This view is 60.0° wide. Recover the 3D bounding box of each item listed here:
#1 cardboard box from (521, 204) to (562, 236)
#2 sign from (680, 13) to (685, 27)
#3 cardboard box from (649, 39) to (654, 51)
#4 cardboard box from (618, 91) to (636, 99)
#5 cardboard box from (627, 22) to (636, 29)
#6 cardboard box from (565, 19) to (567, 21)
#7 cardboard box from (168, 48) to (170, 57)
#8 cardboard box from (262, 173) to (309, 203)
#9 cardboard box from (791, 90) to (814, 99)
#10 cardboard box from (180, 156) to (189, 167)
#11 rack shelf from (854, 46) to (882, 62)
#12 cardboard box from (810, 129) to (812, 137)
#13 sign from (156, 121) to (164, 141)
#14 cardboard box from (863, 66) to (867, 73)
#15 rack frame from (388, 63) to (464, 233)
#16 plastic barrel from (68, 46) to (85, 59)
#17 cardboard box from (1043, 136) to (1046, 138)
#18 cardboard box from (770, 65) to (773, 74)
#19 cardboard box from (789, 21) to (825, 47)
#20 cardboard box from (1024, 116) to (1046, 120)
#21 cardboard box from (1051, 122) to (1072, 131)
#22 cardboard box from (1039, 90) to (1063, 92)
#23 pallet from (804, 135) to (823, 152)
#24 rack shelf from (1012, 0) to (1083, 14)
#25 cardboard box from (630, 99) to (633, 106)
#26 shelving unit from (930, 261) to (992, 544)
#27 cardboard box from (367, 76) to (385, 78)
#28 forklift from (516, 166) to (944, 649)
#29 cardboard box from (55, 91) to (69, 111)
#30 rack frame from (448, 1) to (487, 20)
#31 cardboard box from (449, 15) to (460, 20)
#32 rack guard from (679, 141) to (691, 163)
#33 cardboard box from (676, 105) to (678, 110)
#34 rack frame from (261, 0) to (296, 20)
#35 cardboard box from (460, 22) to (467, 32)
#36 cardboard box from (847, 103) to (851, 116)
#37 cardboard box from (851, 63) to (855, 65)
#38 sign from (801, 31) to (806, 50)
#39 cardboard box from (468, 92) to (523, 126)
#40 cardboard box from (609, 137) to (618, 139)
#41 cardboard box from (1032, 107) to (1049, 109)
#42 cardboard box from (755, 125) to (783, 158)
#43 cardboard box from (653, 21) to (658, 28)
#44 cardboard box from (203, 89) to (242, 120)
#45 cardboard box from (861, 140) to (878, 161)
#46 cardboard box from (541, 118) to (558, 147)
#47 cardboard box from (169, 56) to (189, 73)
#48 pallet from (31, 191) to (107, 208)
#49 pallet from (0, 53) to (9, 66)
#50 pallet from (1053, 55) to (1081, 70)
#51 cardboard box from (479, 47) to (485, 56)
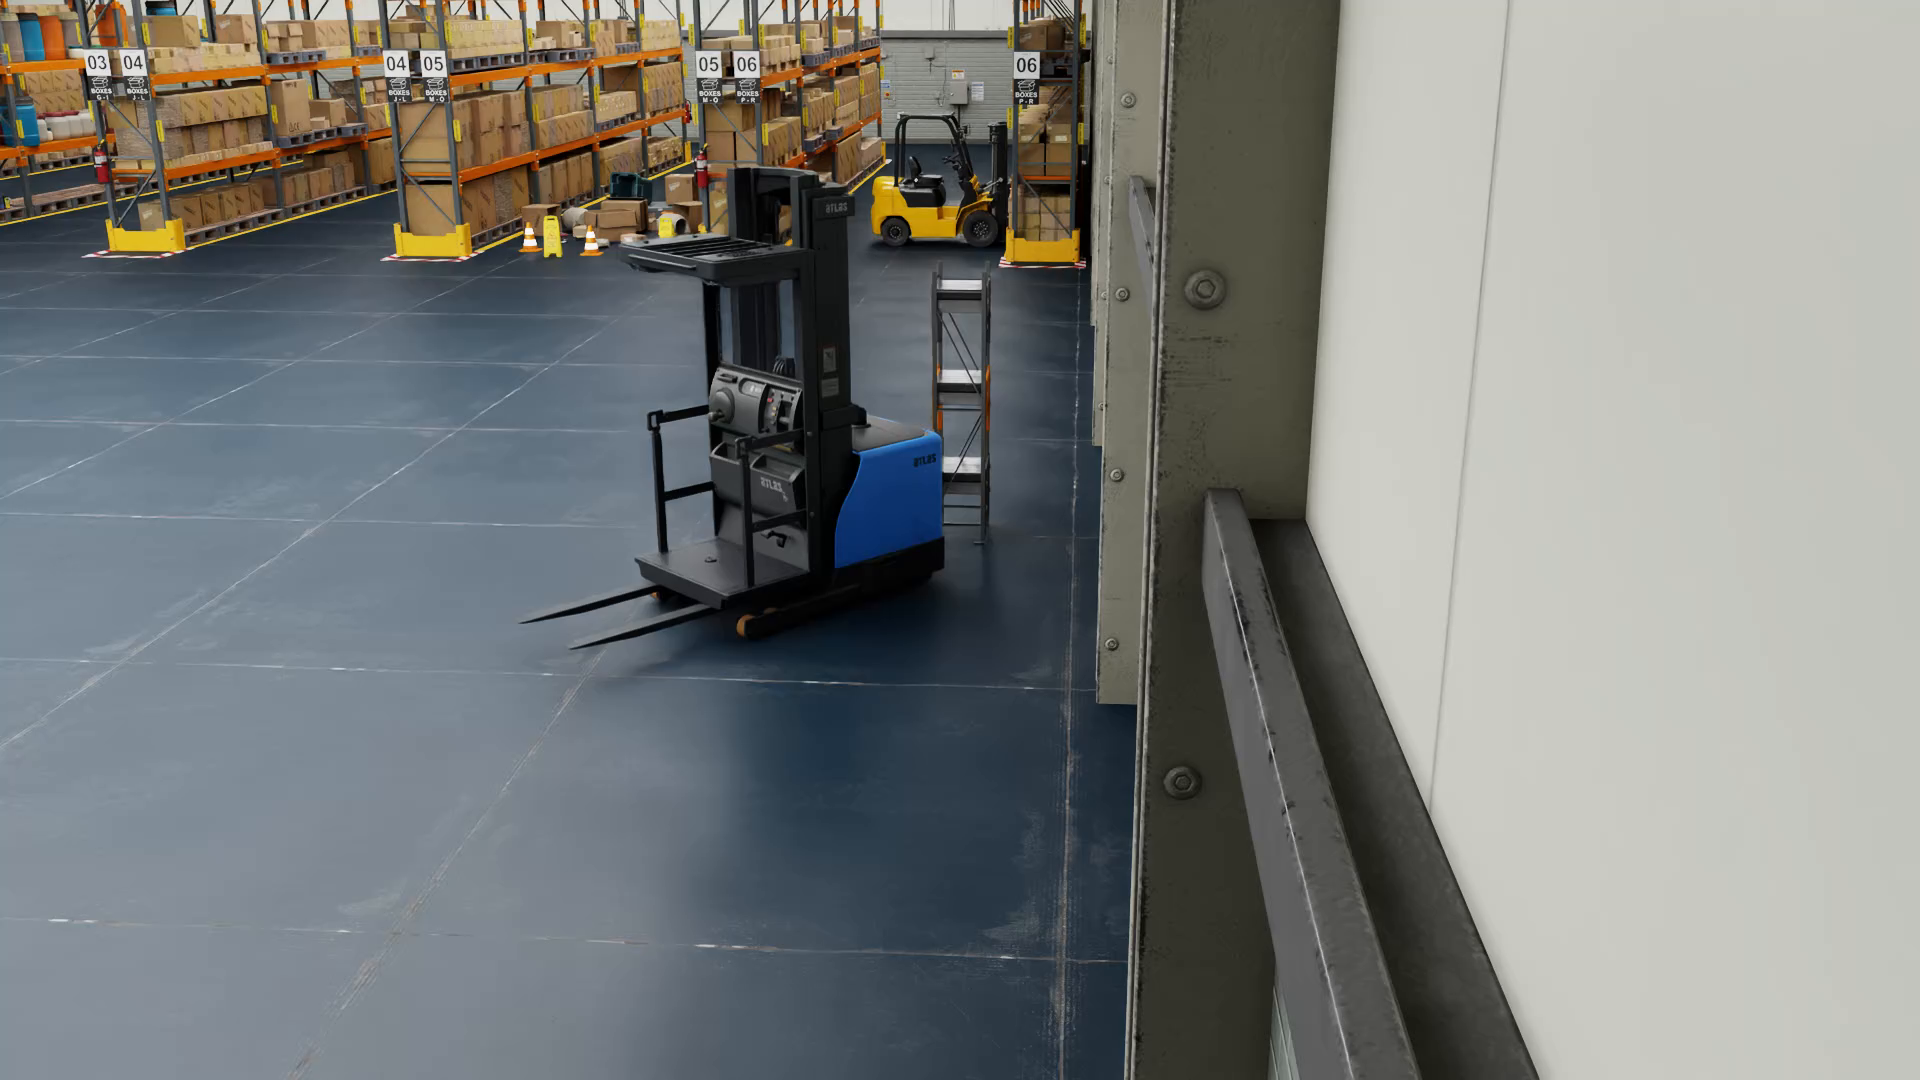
[{"bbox_3d":[-7.372,-5.641,29.333,0.500,0.500,0.500,4,19,13],"label":"cardboard box"},{"bbox_3d":[-6.872,-12.888,41.198,0.100,0.325,0.005,1,18,4],"label":"sign"},{"bbox_3d":[-7.387,-11.466,38.521,0.500,0.250,0.500,1,18,3],"label":"cardboard box"},{"bbox_3d":[-7.544,-10.052,37.555,0.380,0.149,0.250,2,18,6],"label":"cardboard box"},{"bbox_3d":[-7.448,-11.684,37.744,0.380,0.149,0.250,1,18,3],"label":"cardboard box"},{"bbox_3d":[-8.227,-10.544,34.076,0.396,0.266,0.258,1,18,4],"label":"cardboard box"},{"bbox_3d":[-13.250,-8.016,27.354,0.380,0.149,0.250,1,18,3],"label":"cardboard box"},{"bbox_3d":[-13.105,-6.834,32.271,0.700,0.500,0.500,1,18,4],"label":"cardboard box"},{"bbox_3d":[-2.978,-8.429,31.474,0.380,0.149,0.250,2,18,7],"label":"cardboard box"},{"bbox_3d":[-13.183,-6.351,27.892,0.380,0.149,0.250,1,18,4],"label":"cardboard box"},{"bbox_3d":[-2.623,-11.443,39.367,1.077,0.370,4.000,1,18,4],"label":"rack shelf"},{"bbox_3d":[-2.958,-7.576,30.956,0.380,0.149,0.250,2,18,5],"label":"cardboard box"},{"bbox_3d":[-12.969,-6.632,26.956,0.100,0.325,0.005,1,18,4],"label":"sign"},{"bbox_3d":[-2.379,-10.980,38.806,0.380,0.149,0.250,1,18,2],"label":"cardboard box"},{"bbox_3d":[-8.571,-6.091,26.694,1.000,3.000,0.127,1,18,4],"label":"rack frame"},{"bbox_3d":[-17.736,-9.788,33.381,0.301,0.262,0.301,0,18,0],"label":"plastic barrel"},{"bbox_3d":[1.181,-6.428,27.563,0.500,0.500,0.500,1,18,3],"label":"cardboard box"},{"bbox_3d":[-3.287,-7.739,27.309,0.380,0.149,0.250,1,18,2],"label":"cardboard box"},{"bbox_3d":[-3.171,-10.481,34.438,0.700,0.500,0.500,0,18,1],"label":"cardboard box"},{"bbox_3d":[1.245,-6.992,27.763,0.380,0.149,0.250,2,18,5],"label":"cardboard box"},{"bbox_3d":[1.644,-6.580,26.507,0.380,0.149,0.250,2,18,6],"label":"cardboard box"},{"bbox_3d":[1.928,-9.731,36.968,0.700,0.500,0.500,2,18,5],"label":"cardboard box"},{"bbox_3d":[-3.140,-7.397,30.988,1.003,0.211,1.213,1,18,4],"label":"pallet"},{"bbox_3d":[1.468,-8.842,27.254,1.077,0.370,4.000,1,18,4],"label":"rack shelf"},{"bbox_3d":[-7.560,-9.829,37.355,0.380,0.149,0.250,1,18,4],"label":"cardboard box"},{"bbox_3d":[0.012,-1.049,12.753,0.431,2.100,0.503,1,18,4],"label":"shelving unit"},{"bbox_3d":[-12.749,-10.073,37.074,0.797,0.503,0.637,1,18,5],"label":"cardboard box"},{"bbox_3d":[-1.525,-0.918,11.019,3.031,2.935,1.130,-17,24,-41],"label":"forklift"},{"bbox_3d":[-22.151,-10.696,40.589,0.500,0.500,0.500,1,18,4],"label":"cardboard box"},{"bbox_3d":[-12.364,-14.053,41.359,1.000,3.000,0.127,1,18,4],"label":"rack frame"},{"bbox_3d":[-12.497,-12.426,40.214,0.700,0.500,0.500,0,18,0],"label":"cardboard box"},{"bbox_3d":[-7.429,-9.849,42.177,1.175,0.500,0.348,1,18,4],"label":"rack guard"},{"bbox_3d":[-7.220,-10.757,41.337,0.380,0.149,0.250,1,18,4],"label":"cardboard box"},{"bbox_3d":[-17.304,-14.164,41.696,1.000,3.000,0.127,1,18,4],"label":"rack frame"},{"bbox_3d":[-8.192,-8.277,26.835,0.380,0.149,0.250,1,18,3],"label":"cardboard box"},{"bbox_3d":[-2.634,-9.287,35.885,0.500,0.250,0.500,2,18,5],"label":"cardboard box"},{"bbox_3d":[-2.729,-11.625,40.775,0.380,0.149,0.250,2,18,5],"label":"cardboard box"},{"bbox_3d":[-2.798,-8.915,29.667,0.100,0.325,0.005,1,18,4],"label":"sign"},{"bbox_3d":[-8.268,-7.630,29.417,0.875,0.550,0.550,1,18,4],"label":"cardboard box"},{"bbox_3d":[-8.027,-8.962,37.593,0.500,0.250,0.500,0,18,1],"label":"cardboard box"},{"bbox_3d":[1.577,-8.327,32.315,0.380,0.149,0.250,1,18,5],"label":"cardboard box"},{"bbox_3d":[-3.246,-6.661,27.795,0.500,0.500,0.500,1,18,3],"label":"cardboard box"},{"bbox_3d":[-7.306,-12.091,38.986,0.380,0.149,0.250,2,18,7],"label":"cardboard box"},{"bbox_3d":[-13.053,-7.683,29.308,0.500,0.500,0.500,1,18,4],"label":"cardboard box"},{"bbox_3d":[-2.484,-9.471,40.451,0.875,0.438,0.875,2,18,5],"label":"cardboard box"},{"bbox_3d":[-7.942,-7.695,31.428,0.500,0.500,0.500,1,18,4],"label":"cardboard box"},{"bbox_3d":[-13.187,-7.891,27.612,0.500,0.250,0.500,1,18,3],"label":"cardboard box"},{"bbox_3d":[-18.062,-6.885,33.597,1.003,0.211,1.213,1,18,4],"label":"pallet"},{"bbox_3d":[-18.118,-8.695,30.128,1.213,0.211,1.003,1,18,4],"label":"pallet"},{"bbox_3d":[1.486,-7.884,27.492,1.003,0.211,1.213,1,18,4],"label":"pallet"},{"bbox_3d":[-8.136,-8.135,27.684,0.380,0.149,0.250,1,18,4],"label":"cardboard box"}]
